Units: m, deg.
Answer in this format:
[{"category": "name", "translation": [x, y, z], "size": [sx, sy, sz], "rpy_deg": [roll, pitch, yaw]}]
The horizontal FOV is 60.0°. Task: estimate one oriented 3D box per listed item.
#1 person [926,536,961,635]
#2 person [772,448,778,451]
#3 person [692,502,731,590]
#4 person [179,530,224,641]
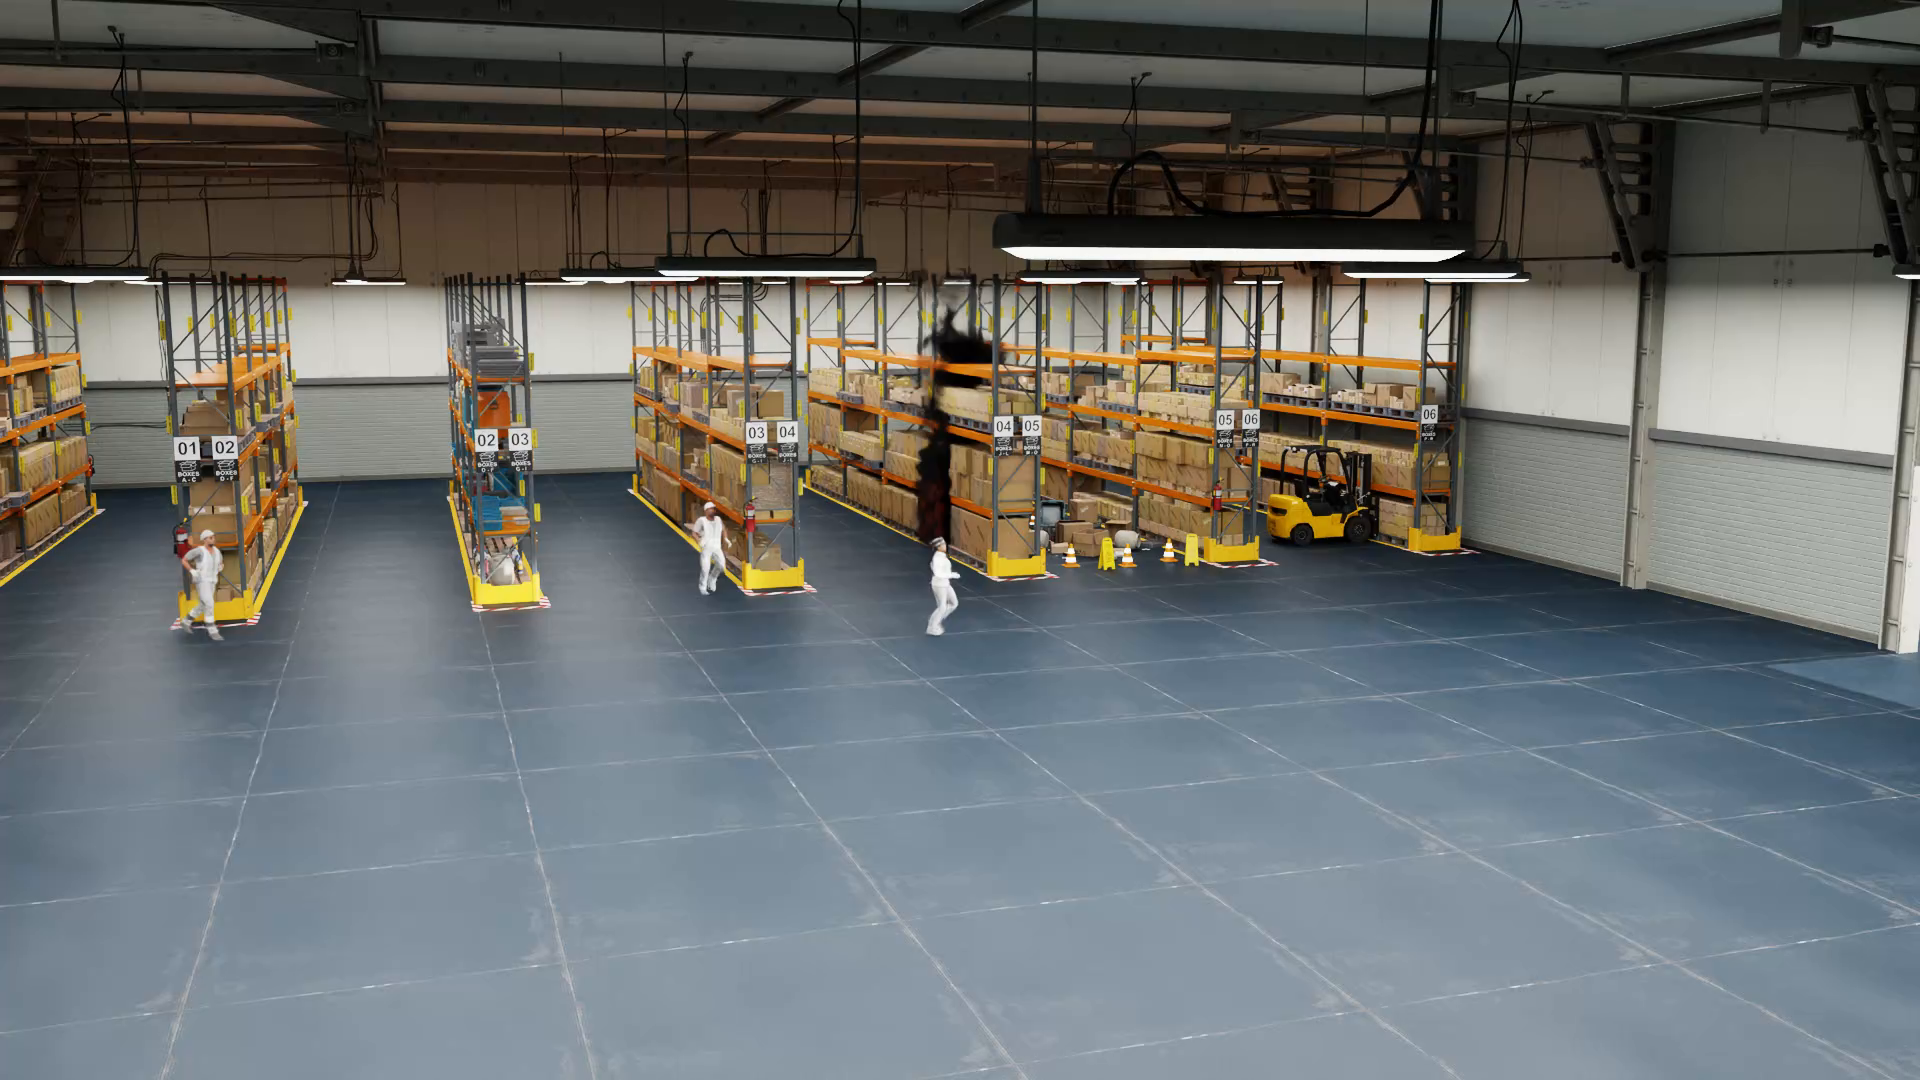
[{"category": "person", "translation": [-0.258, 0.751, 27.561], "size": [0.599, 1.651, 0.591], "rpy_deg": [2, 9, 10]}, {"category": "person", "translation": [-5.520, -2.381, 48.748], "size": [0.787, 1.649, 0.784], "rpy_deg": [4, 10, 25]}, {"category": "person", "translation": [-4.674, 0.117, 31.350], "size": [0.735, 1.655, 0.561], "rpy_deg": [-5, 10, -31]}, {"category": "person", "translation": [-12.462, 0.729, 27.495], "size": [0.922, 1.800, 0.685], "rpy_deg": [3, 9, 18]}]
